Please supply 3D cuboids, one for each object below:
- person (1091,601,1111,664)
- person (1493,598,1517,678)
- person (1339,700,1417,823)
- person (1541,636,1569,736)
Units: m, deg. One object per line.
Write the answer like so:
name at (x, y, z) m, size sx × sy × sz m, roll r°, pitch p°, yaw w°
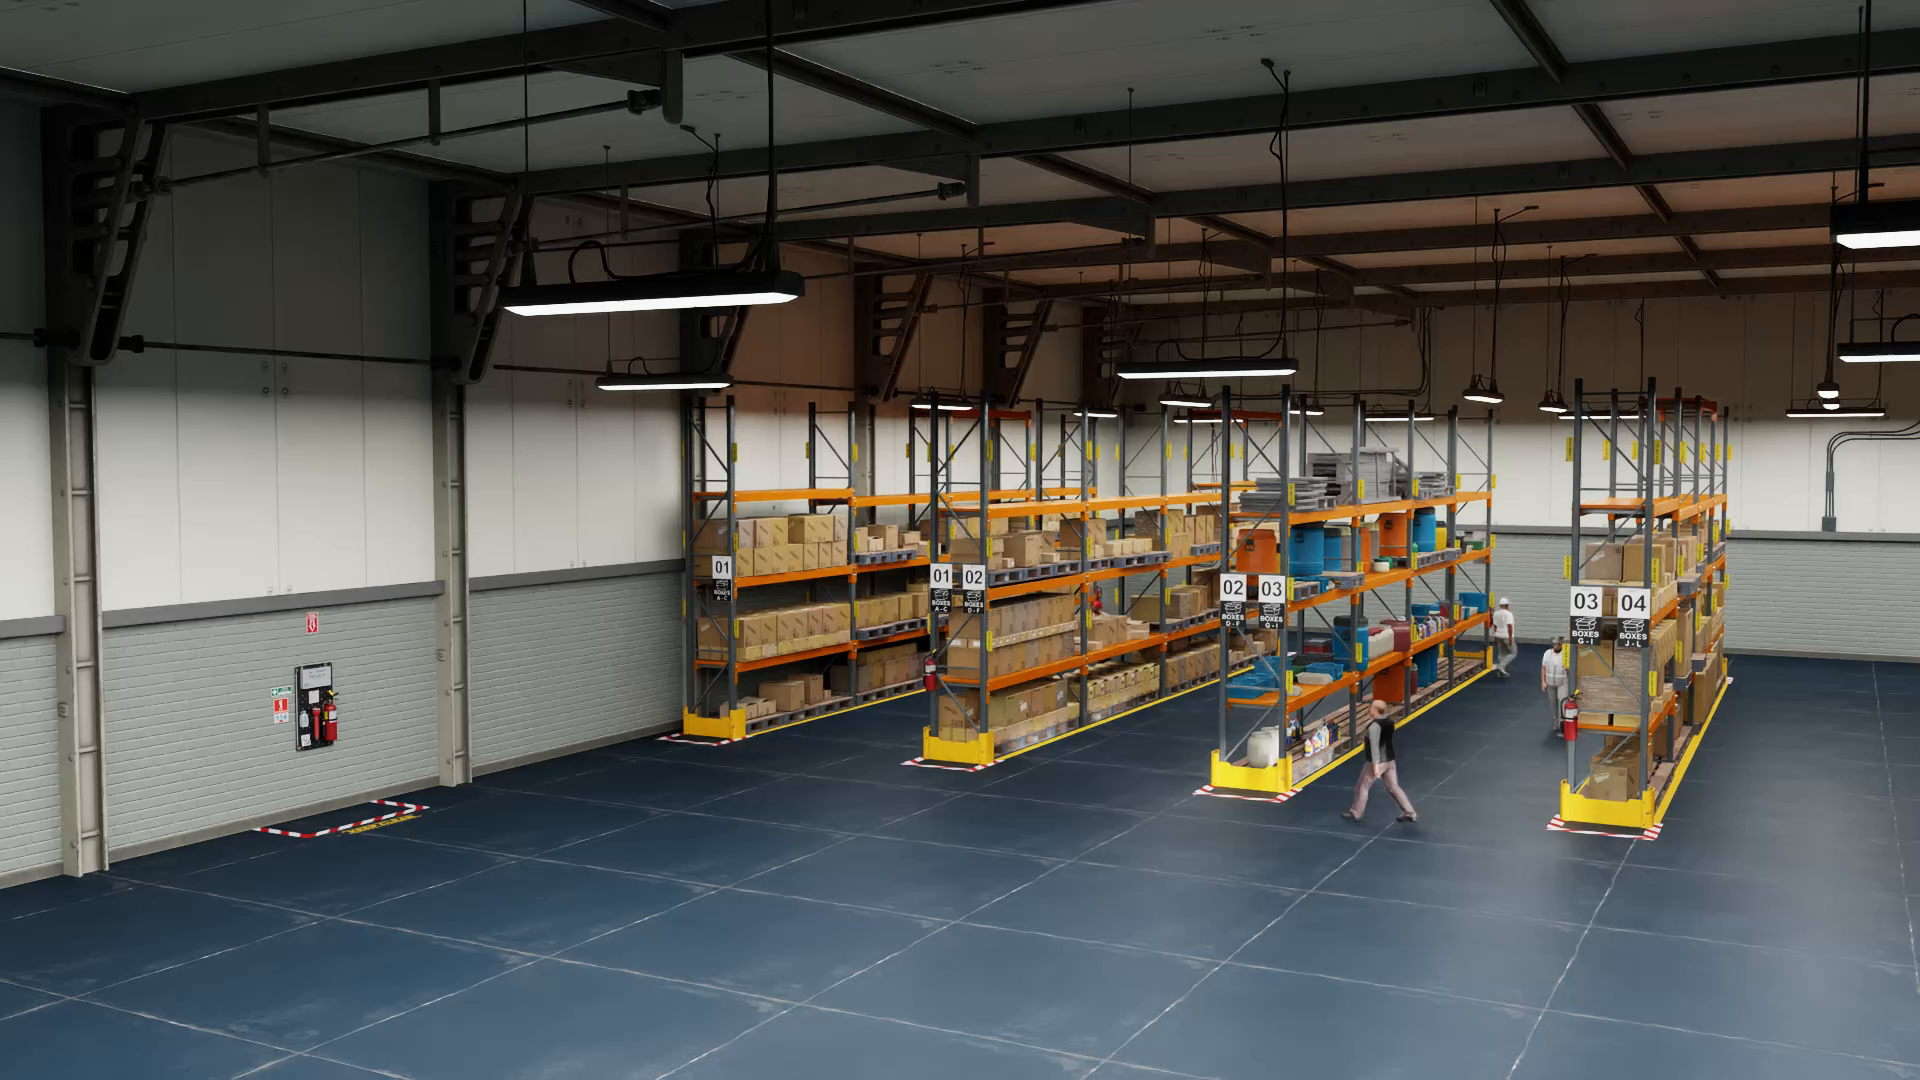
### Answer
person at (3.179, 2.196, 37.377) m, size 0.698 × 1.691 × 0.590 m, roll 2°, pitch 4°, yaw 36°
person at (12.041, 2.174, 36.915) m, size 0.502 × 1.759 × 0.590 m, roll -1°, pitch 3°, yaw -26°
person at (5.632, 2.983, 22.368) m, size 1.070 × 1.674 × 0.551 m, roll 3°, pitch 4°, yaw 43°
person at (10.624, 2.557, 29.616) m, size 0.553 × 1.718 × 0.919 m, roll 2°, pitch 4°, yaw 38°
